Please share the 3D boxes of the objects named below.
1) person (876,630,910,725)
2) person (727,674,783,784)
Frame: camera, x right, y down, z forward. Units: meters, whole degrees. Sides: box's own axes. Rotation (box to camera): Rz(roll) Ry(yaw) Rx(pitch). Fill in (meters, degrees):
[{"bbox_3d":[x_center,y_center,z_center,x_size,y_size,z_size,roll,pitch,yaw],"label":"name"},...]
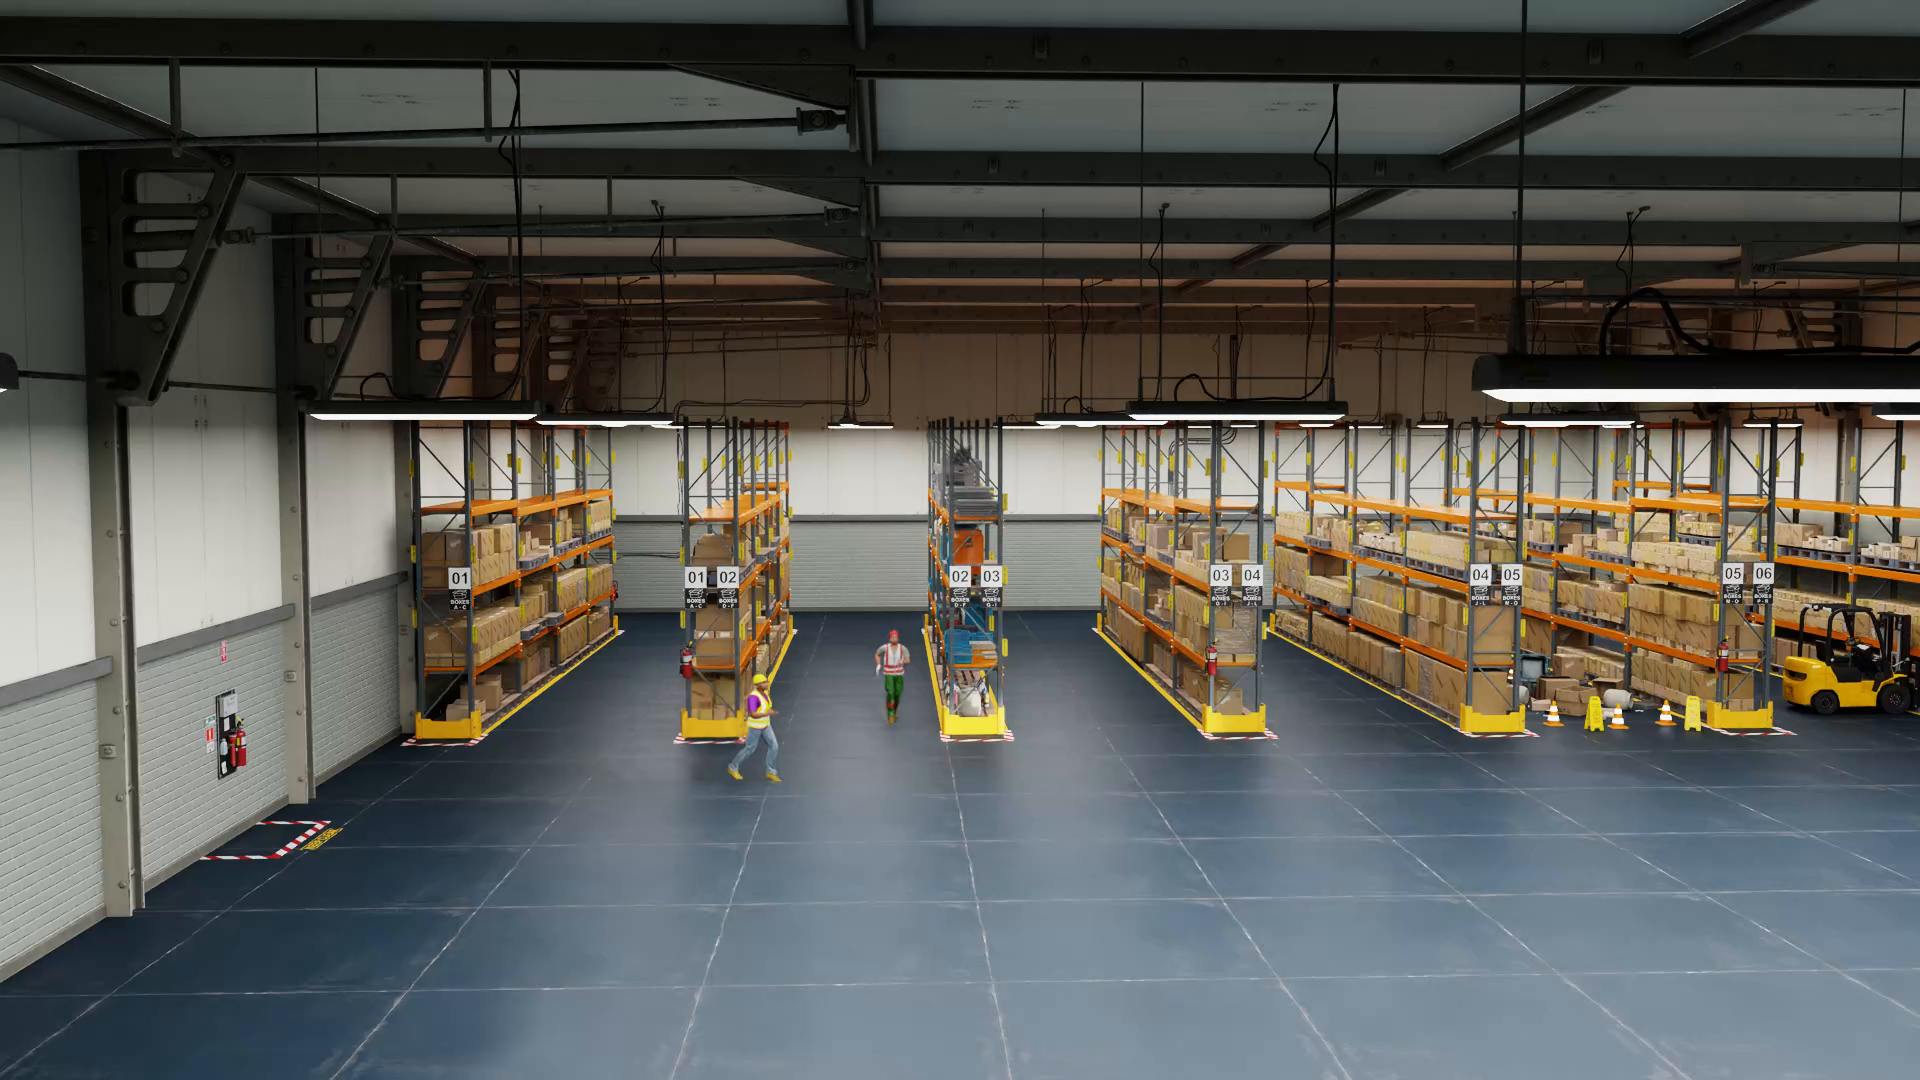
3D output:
[{"bbox_3d":[-1.309,2.693,32.723,0.646,1.847,0.777,-1,4,-15],"label":"person"},{"bbox_3d":[-3.321,3.073,27.087,0.911,1.812,0.711,2,4,22],"label":"person"}]
